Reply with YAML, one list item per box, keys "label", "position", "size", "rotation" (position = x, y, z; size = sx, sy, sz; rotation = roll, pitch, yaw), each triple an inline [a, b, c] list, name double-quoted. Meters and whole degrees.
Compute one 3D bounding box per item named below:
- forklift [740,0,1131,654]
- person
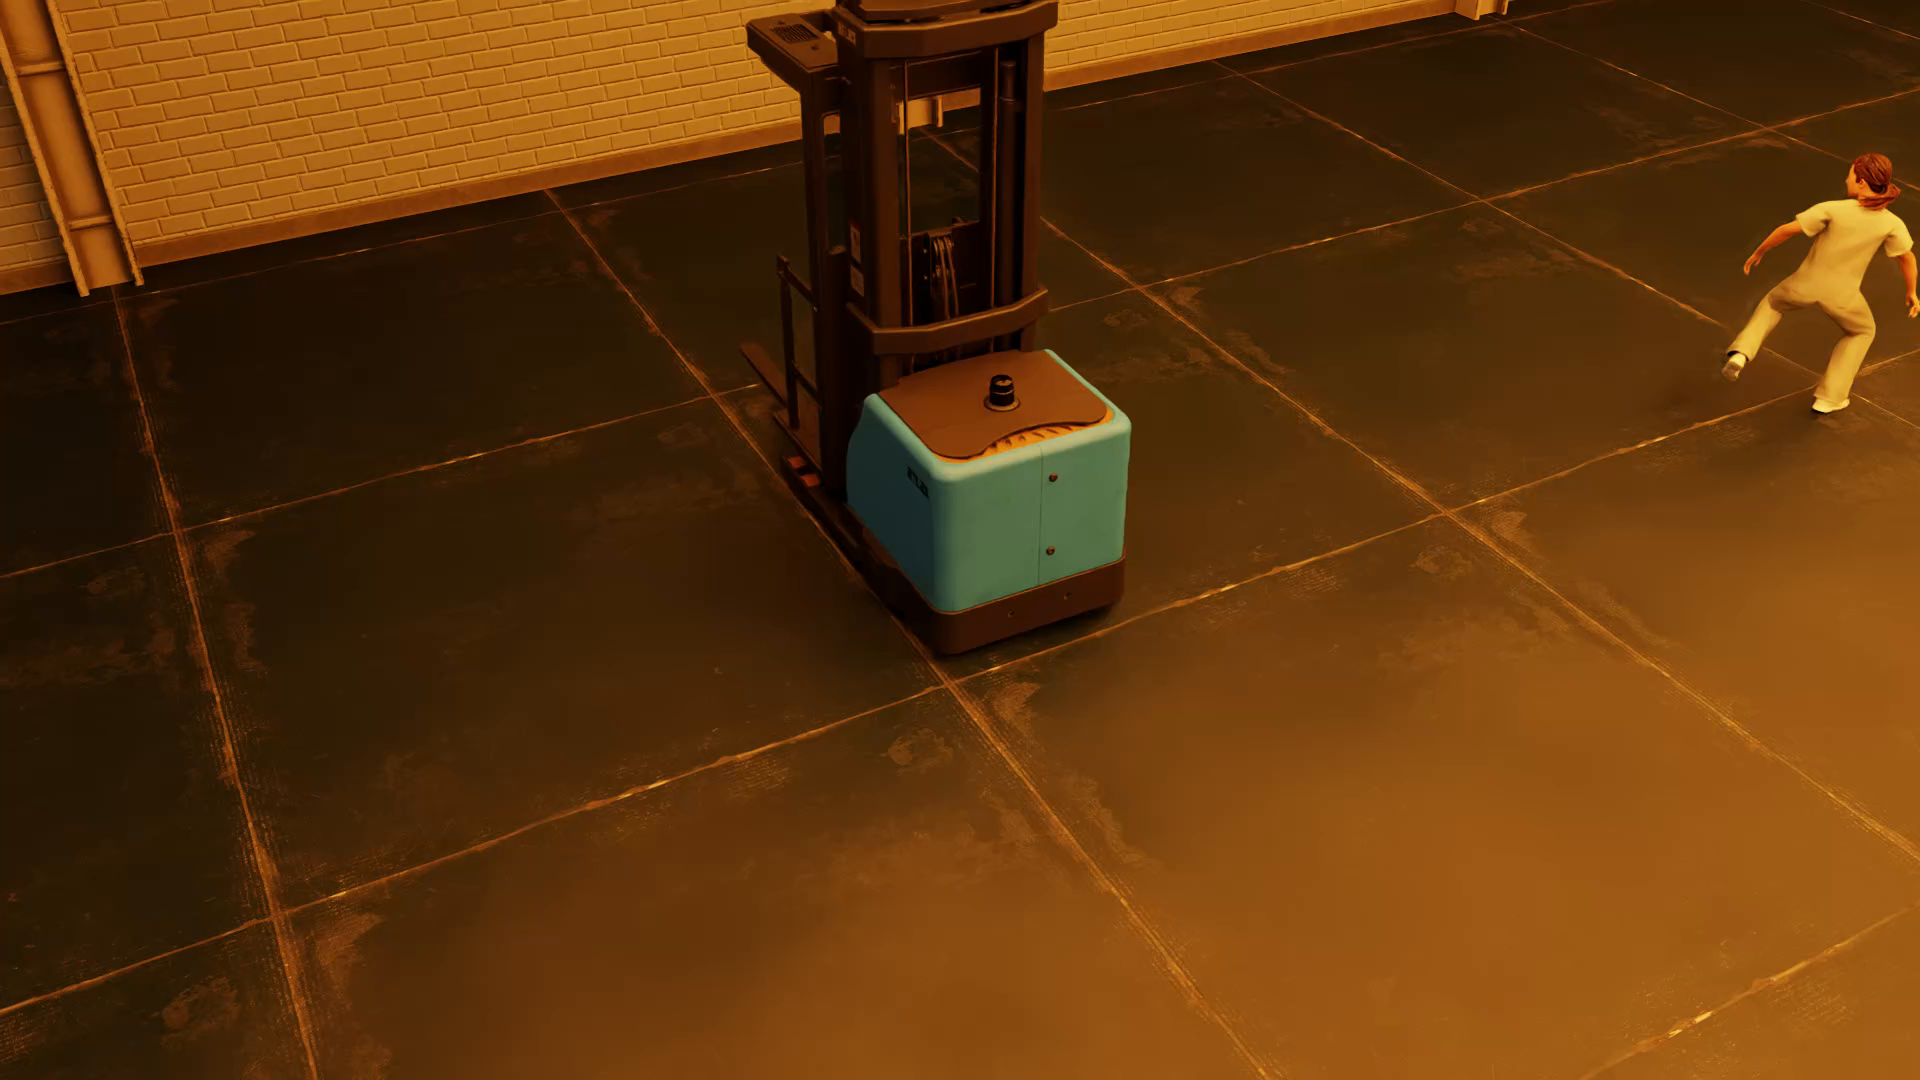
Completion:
- label: "forklift"
  position: [-0.324, -1.497, 8.240]
  size: [1.130, 2.935, 3.031]
  rotation: [-17, 39, -22]
- label: "person"
  position: [4.924, -1.443, 9.397]
  size: [0.921, 1.552, 0.500]
  rotation: [20, 40, 26]
